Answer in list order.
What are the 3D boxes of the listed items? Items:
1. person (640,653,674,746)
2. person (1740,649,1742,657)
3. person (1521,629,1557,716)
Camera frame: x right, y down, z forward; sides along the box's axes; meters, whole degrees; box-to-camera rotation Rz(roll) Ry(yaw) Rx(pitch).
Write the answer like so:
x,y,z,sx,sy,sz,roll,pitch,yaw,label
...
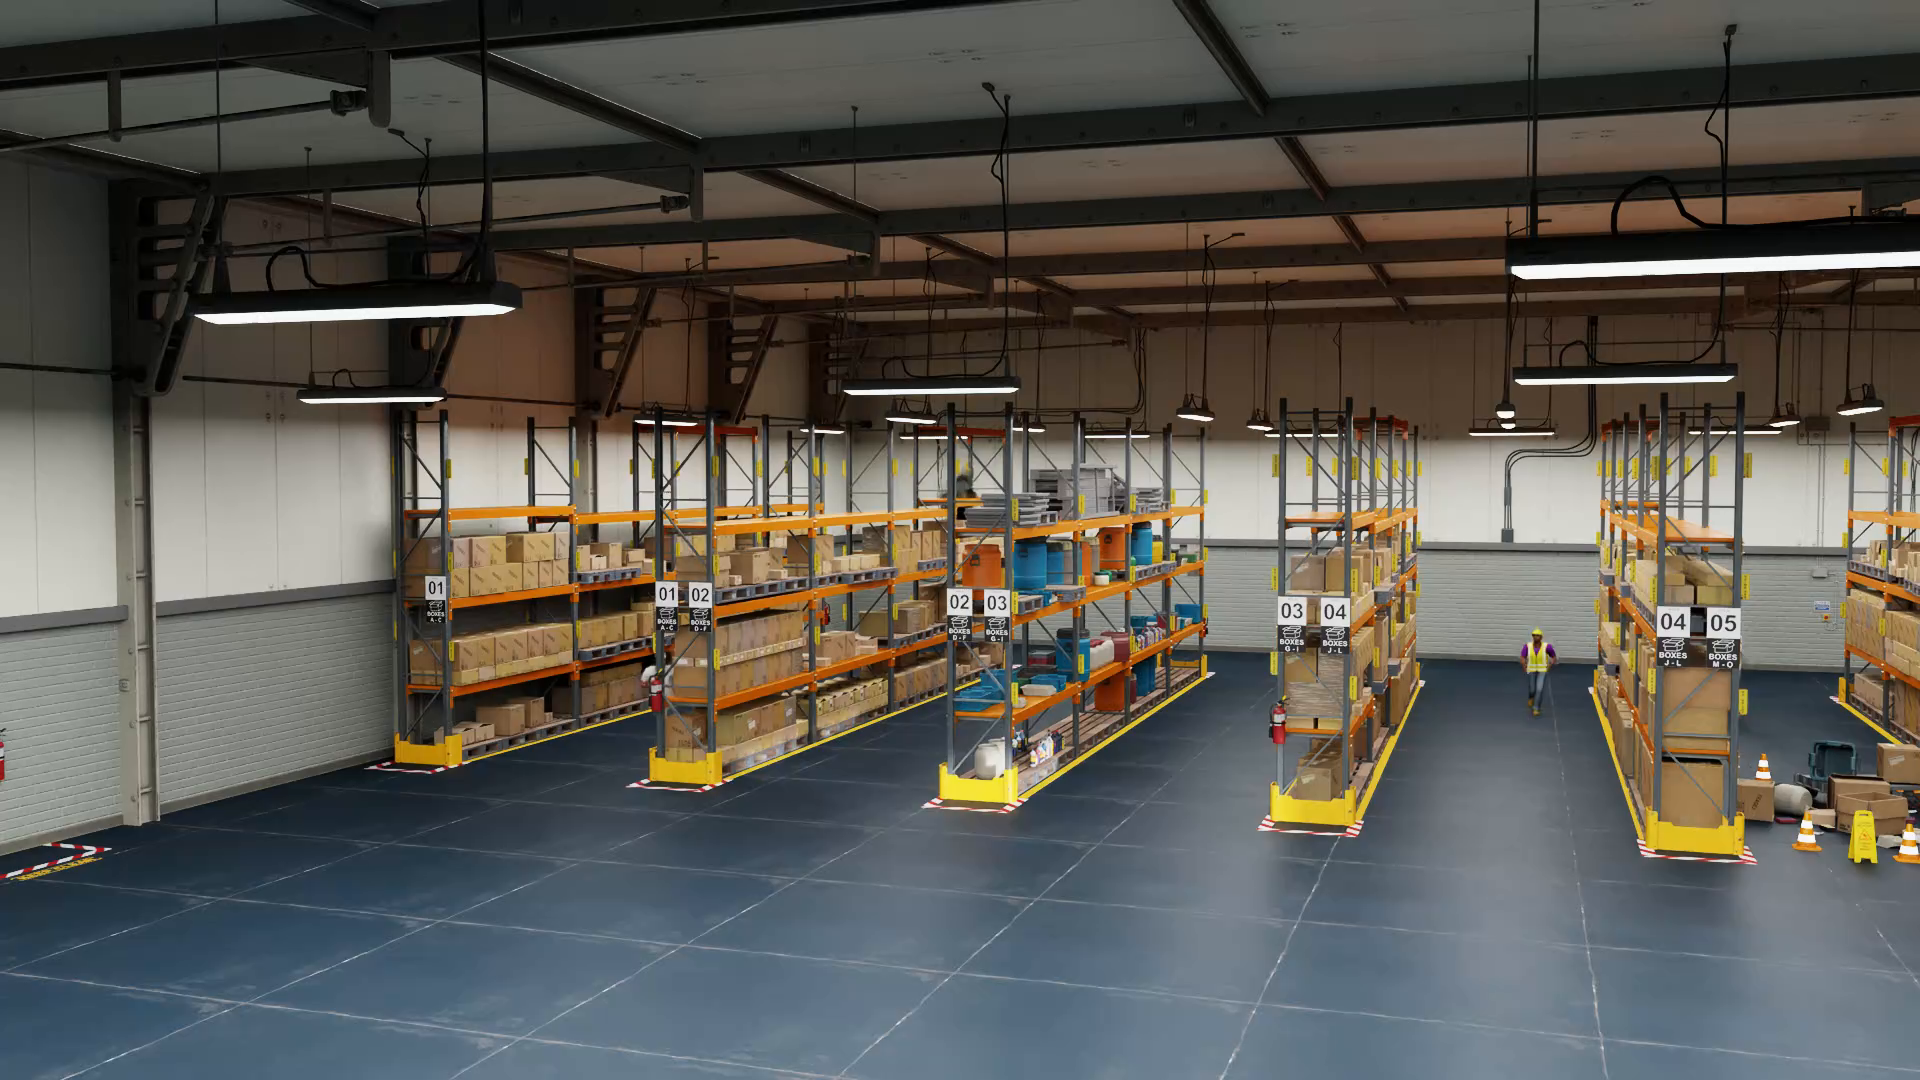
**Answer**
x,y,z,sx,sy,sz,roll,pitch,yaw,label
-5.324,2.870,29.493,0.662,1.821,0.947,1,3,15,person
15.830,2.661,34.361,0.629,1.775,1.125,1,3,13,person
11.808,2.690,33.941,0.701,1.744,0.705,1,3,25,person
